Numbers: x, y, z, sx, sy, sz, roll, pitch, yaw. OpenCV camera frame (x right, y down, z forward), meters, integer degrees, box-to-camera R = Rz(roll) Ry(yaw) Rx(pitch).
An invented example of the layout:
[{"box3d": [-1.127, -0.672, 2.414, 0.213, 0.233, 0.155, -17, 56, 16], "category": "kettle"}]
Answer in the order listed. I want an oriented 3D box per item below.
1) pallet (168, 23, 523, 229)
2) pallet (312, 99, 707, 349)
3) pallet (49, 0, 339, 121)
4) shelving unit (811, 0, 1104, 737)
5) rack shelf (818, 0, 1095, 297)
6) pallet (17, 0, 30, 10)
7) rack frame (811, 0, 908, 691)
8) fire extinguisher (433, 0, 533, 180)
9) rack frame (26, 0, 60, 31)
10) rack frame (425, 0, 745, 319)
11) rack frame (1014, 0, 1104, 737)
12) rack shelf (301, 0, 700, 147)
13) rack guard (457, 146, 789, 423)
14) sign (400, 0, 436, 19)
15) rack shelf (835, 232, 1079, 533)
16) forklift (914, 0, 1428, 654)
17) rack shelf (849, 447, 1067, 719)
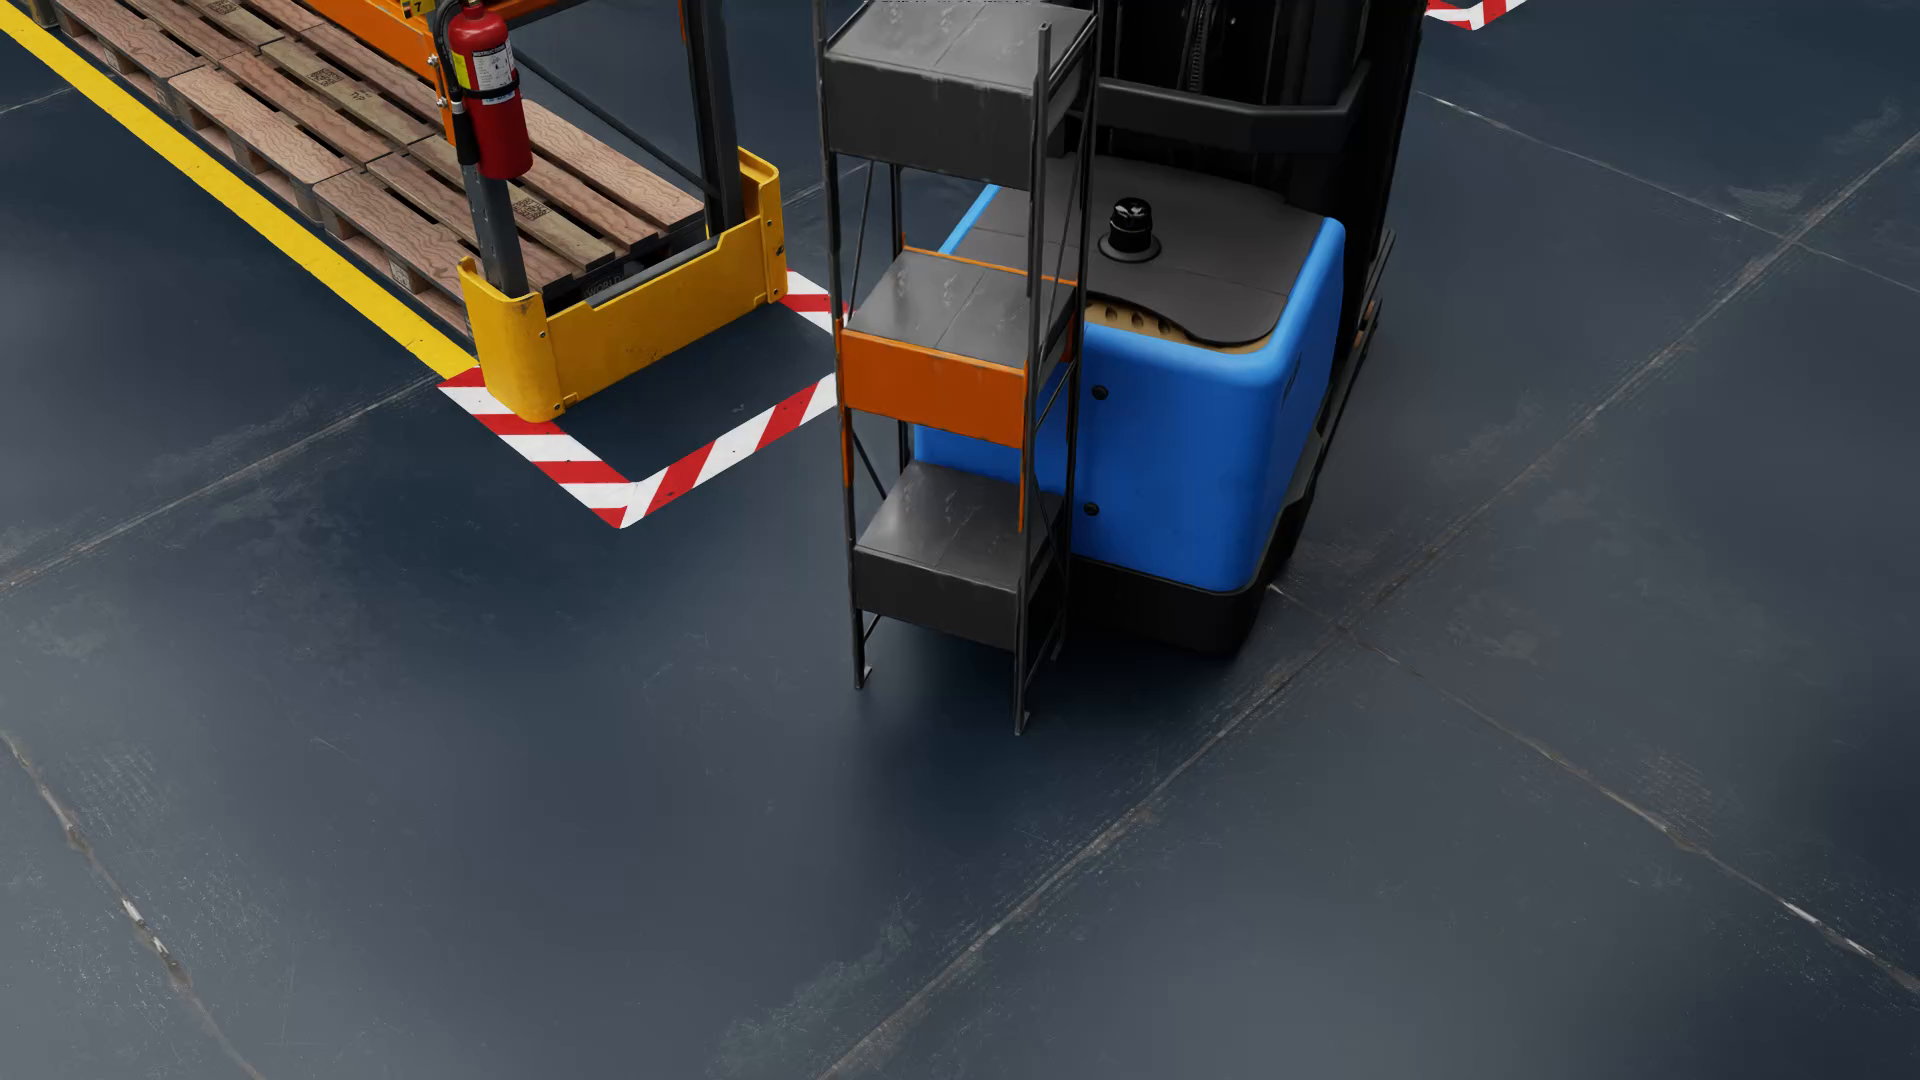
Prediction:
[{"box3d": [-2.593, -1.827, 7.071, 1.003, 0.211, 1.213, -34, 53, -31], "category": "pallet"}, {"box3d": [-1.736, -1.241, 6.437, 1.003, 0.211, 1.213, -34, 53, -31], "category": "pallet"}, {"box3d": [-3.459, -2.413, 7.706, 1.003, 0.211, 1.213, -34, 53, -31], "category": "pallet"}, {"box3d": [0.004, -0.407, 4.143, 0.503, 2.100, 0.431, 15, 45, 15], "category": "shelving unit"}, {"box3d": [0.004, -0.911, 3.677, 0.480, 0.518, 0.431, 15, 45, 15], "category": "rack shelf"}, {"box3d": [-4.521, -3.139, 8.491, 1.003, 0.211, 1.213, -34, 53, -31], "category": "pallet"}, {"box3d": [-0.224, -0.467, 4.208, 0.015, 2.100, 0.400, 15, 45, 15], "category": "rack frame"}, {"box3d": [-1.396, -1.394, 4.880, 0.296, 0.674, 0.183, -34, 53, -31], "category": "fire extinguisher"}, {"box3d": [-4.005, -3.772, 7.122, 1.000, 3.000, 0.127, -34, 53, -31], "category": "rack frame"}, {"box3d": [-1.181, -1.850, 5.042, 1.000, 3.000, 0.127, -34, 53, -31], "category": "rack frame"}, {"box3d": [0.232, -0.347, 4.079, 0.015, 2.100, 0.400, 15, 45, 15], "category": "rack frame"}, {"box3d": [-2.593, -2.547, 6.326, 1.077, 0.370, 4.000, -34, 53, -31], "category": "rack shelf"}, {"box3d": [-1.155, -0.927, 5.884, 1.175, 0.500, 0.348, -34, 53, -31], "category": "rack guard"}, {"box3d": [-1.559, -1.638, 4.693, 0.100, 0.325, 0.005, -34, 53, -31], "category": "sign"}, {"box3d": [0.004, -0.397, 4.152, 0.480, 0.518, 0.431, 15, 45, 15], "category": "rack shelf"}, {"box3d": [0.874, -1.758, 4.993, 1.130, 2.935, 3.031, 15, 45, 16], "category": "forklift"}, {"box3d": [0.004, 0.117, 4.628, 0.480, 0.518, 0.431, 15, 45, 15], "category": "rack shelf"}]
